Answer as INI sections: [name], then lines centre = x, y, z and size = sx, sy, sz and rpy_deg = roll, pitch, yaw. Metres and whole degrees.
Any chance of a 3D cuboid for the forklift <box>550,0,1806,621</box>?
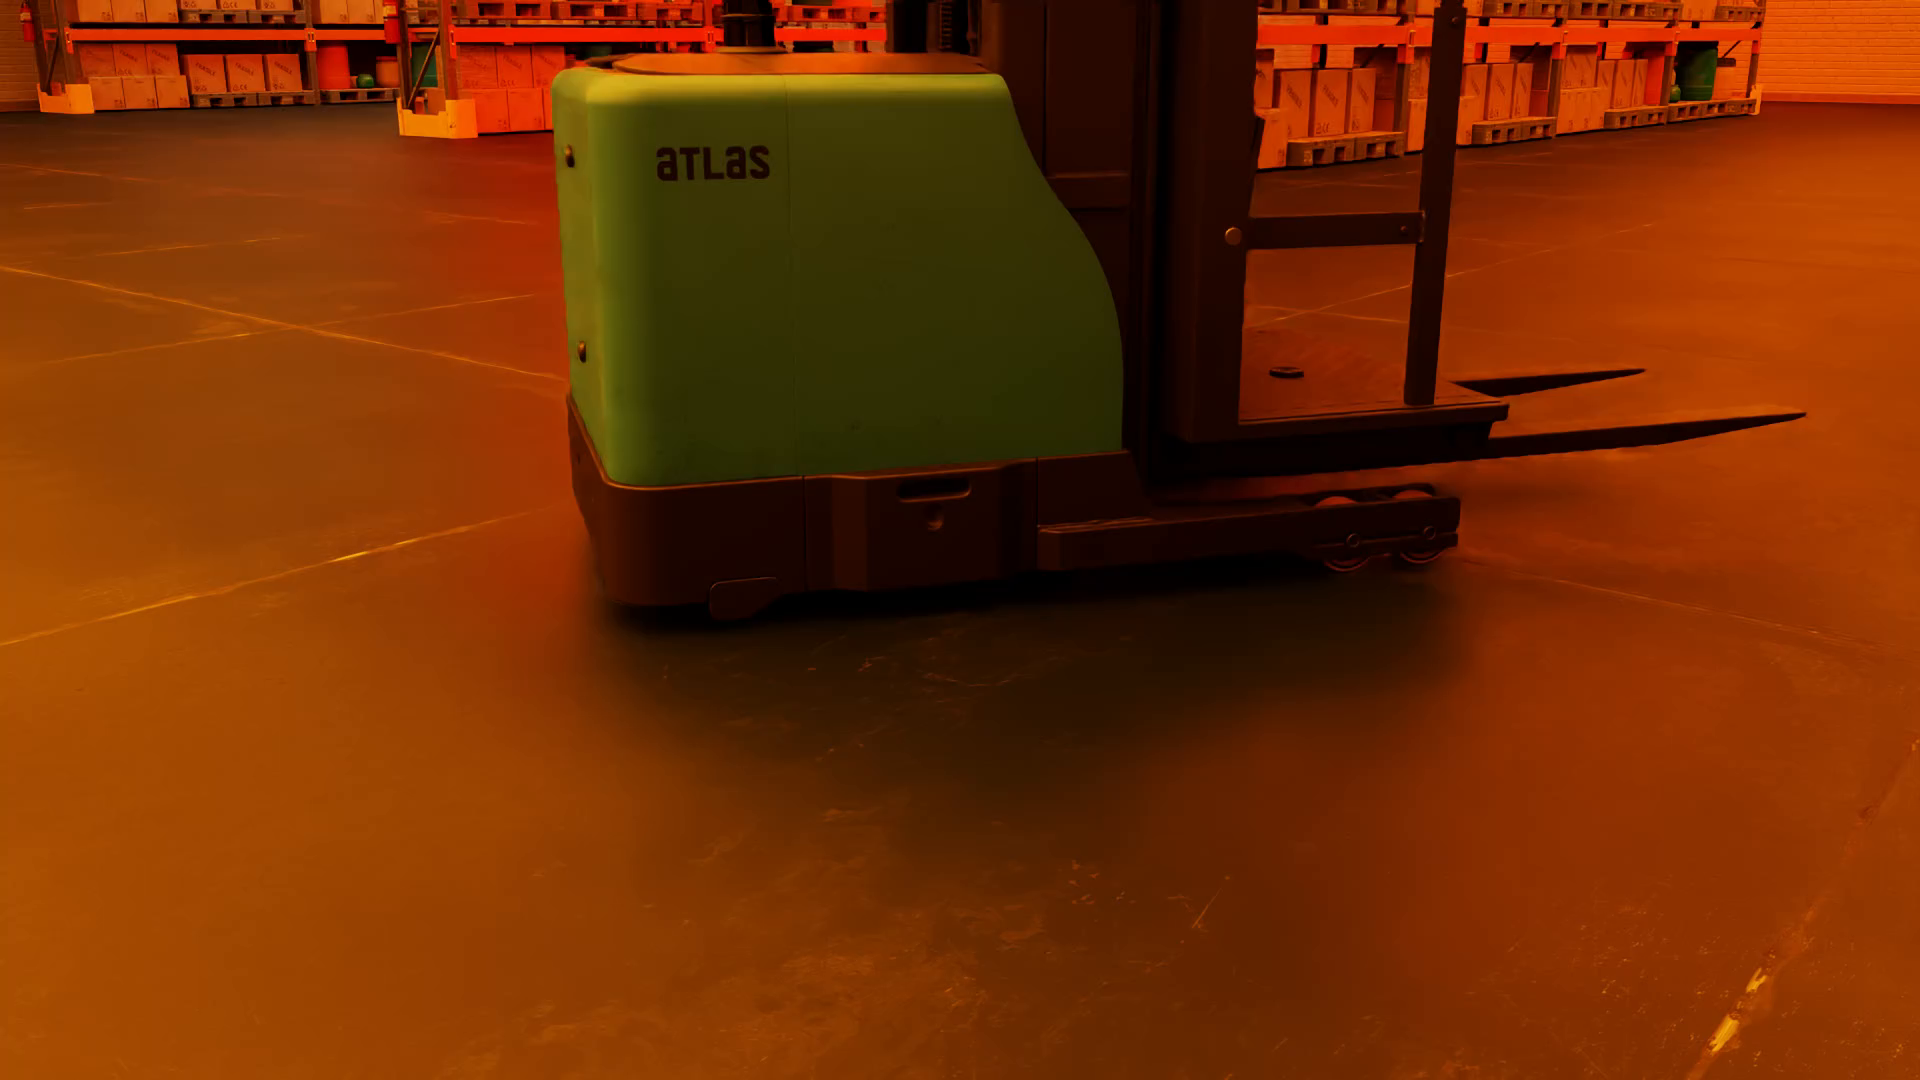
[forklift]
centre = 0.617, -1.472, 3.746
size = 3.031, 2.935, 1.130
rpy_deg = -5, 18, -17
